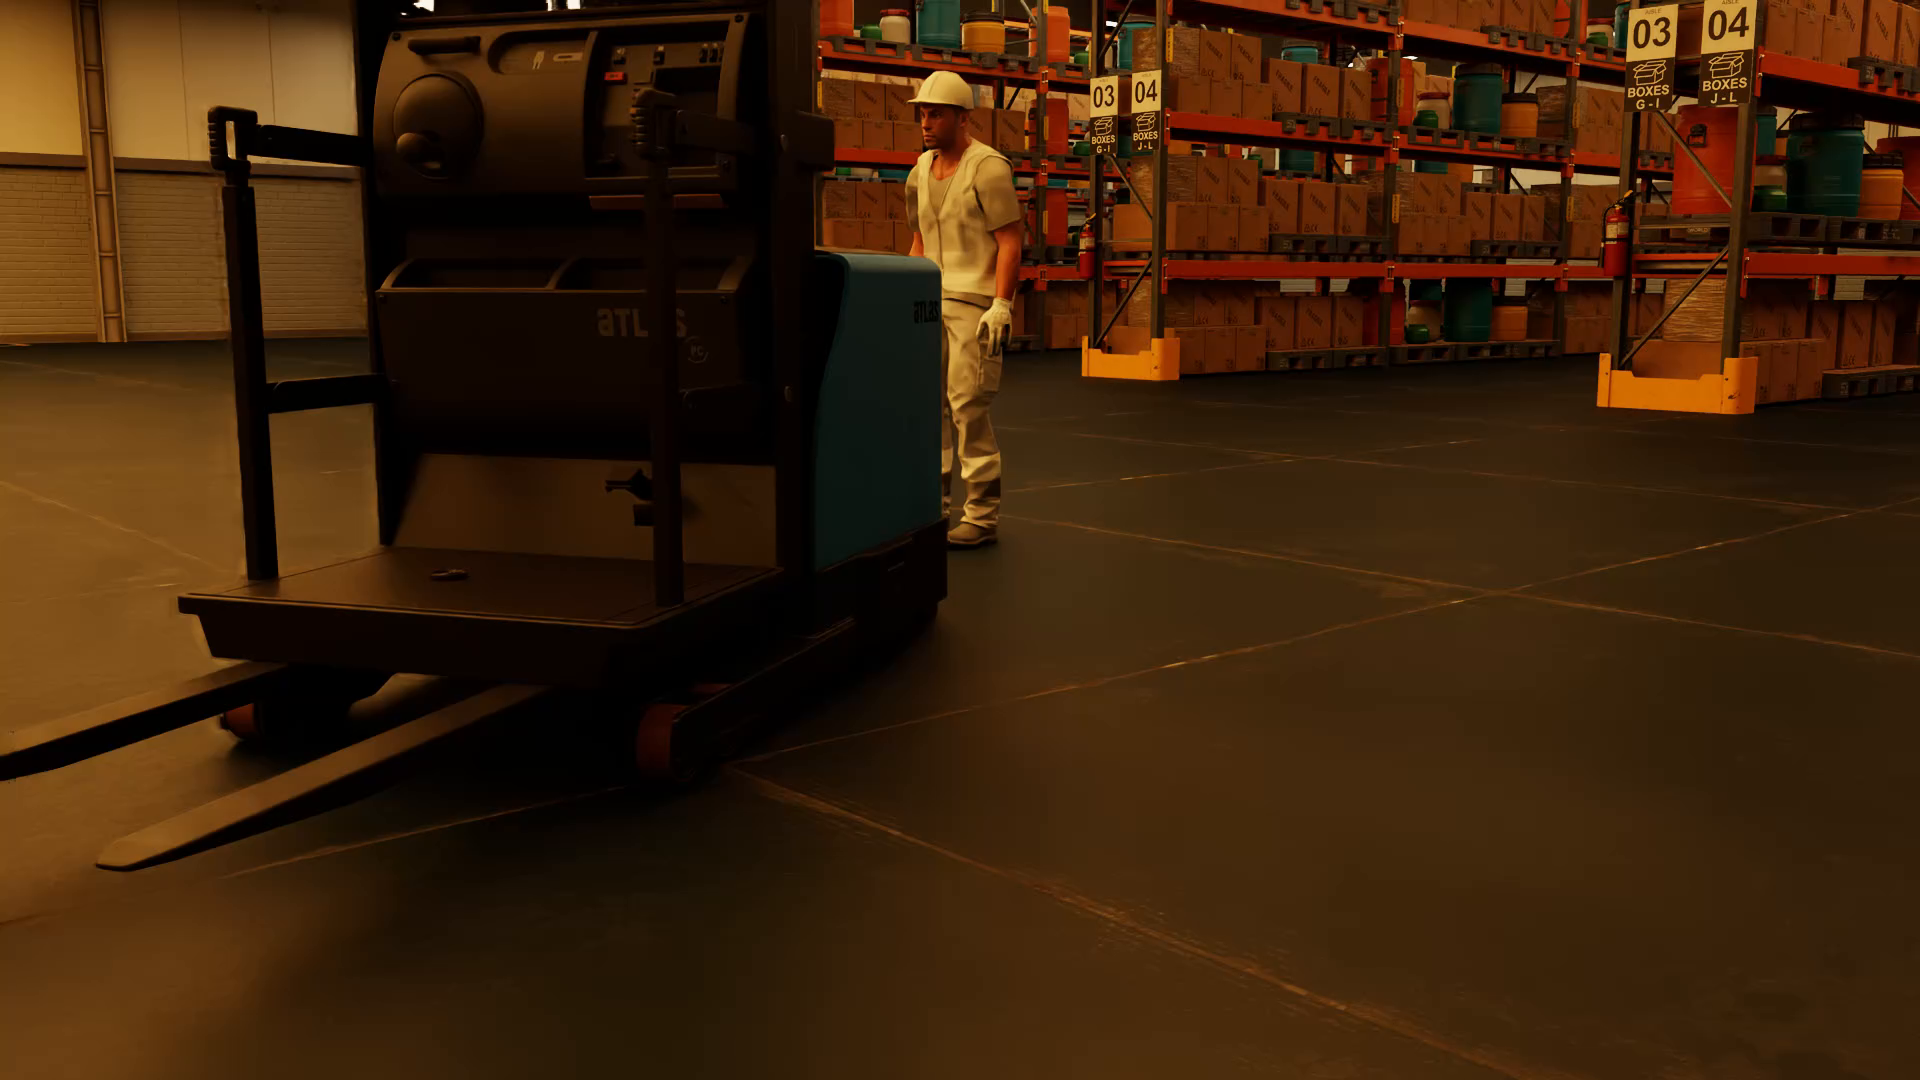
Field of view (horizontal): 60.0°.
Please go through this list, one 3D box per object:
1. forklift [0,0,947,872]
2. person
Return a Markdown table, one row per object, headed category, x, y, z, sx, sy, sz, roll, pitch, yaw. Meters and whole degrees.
| category | x | y | z | sx | sy | sz | roll | pitch | yaw |
| --- | --- | --- | --- | --- | --- | --- | --- | --- | --- |
| forklift | -0.974 | -1.024 | 3.569 | 1.130 | 2.935 | 3.031 | 3 | 9 | 18 |
| person | -0.029 | -0.872 | 6.369 | 0.450 | 1.778 | 0.608 | -8 | 12 | -42 |
